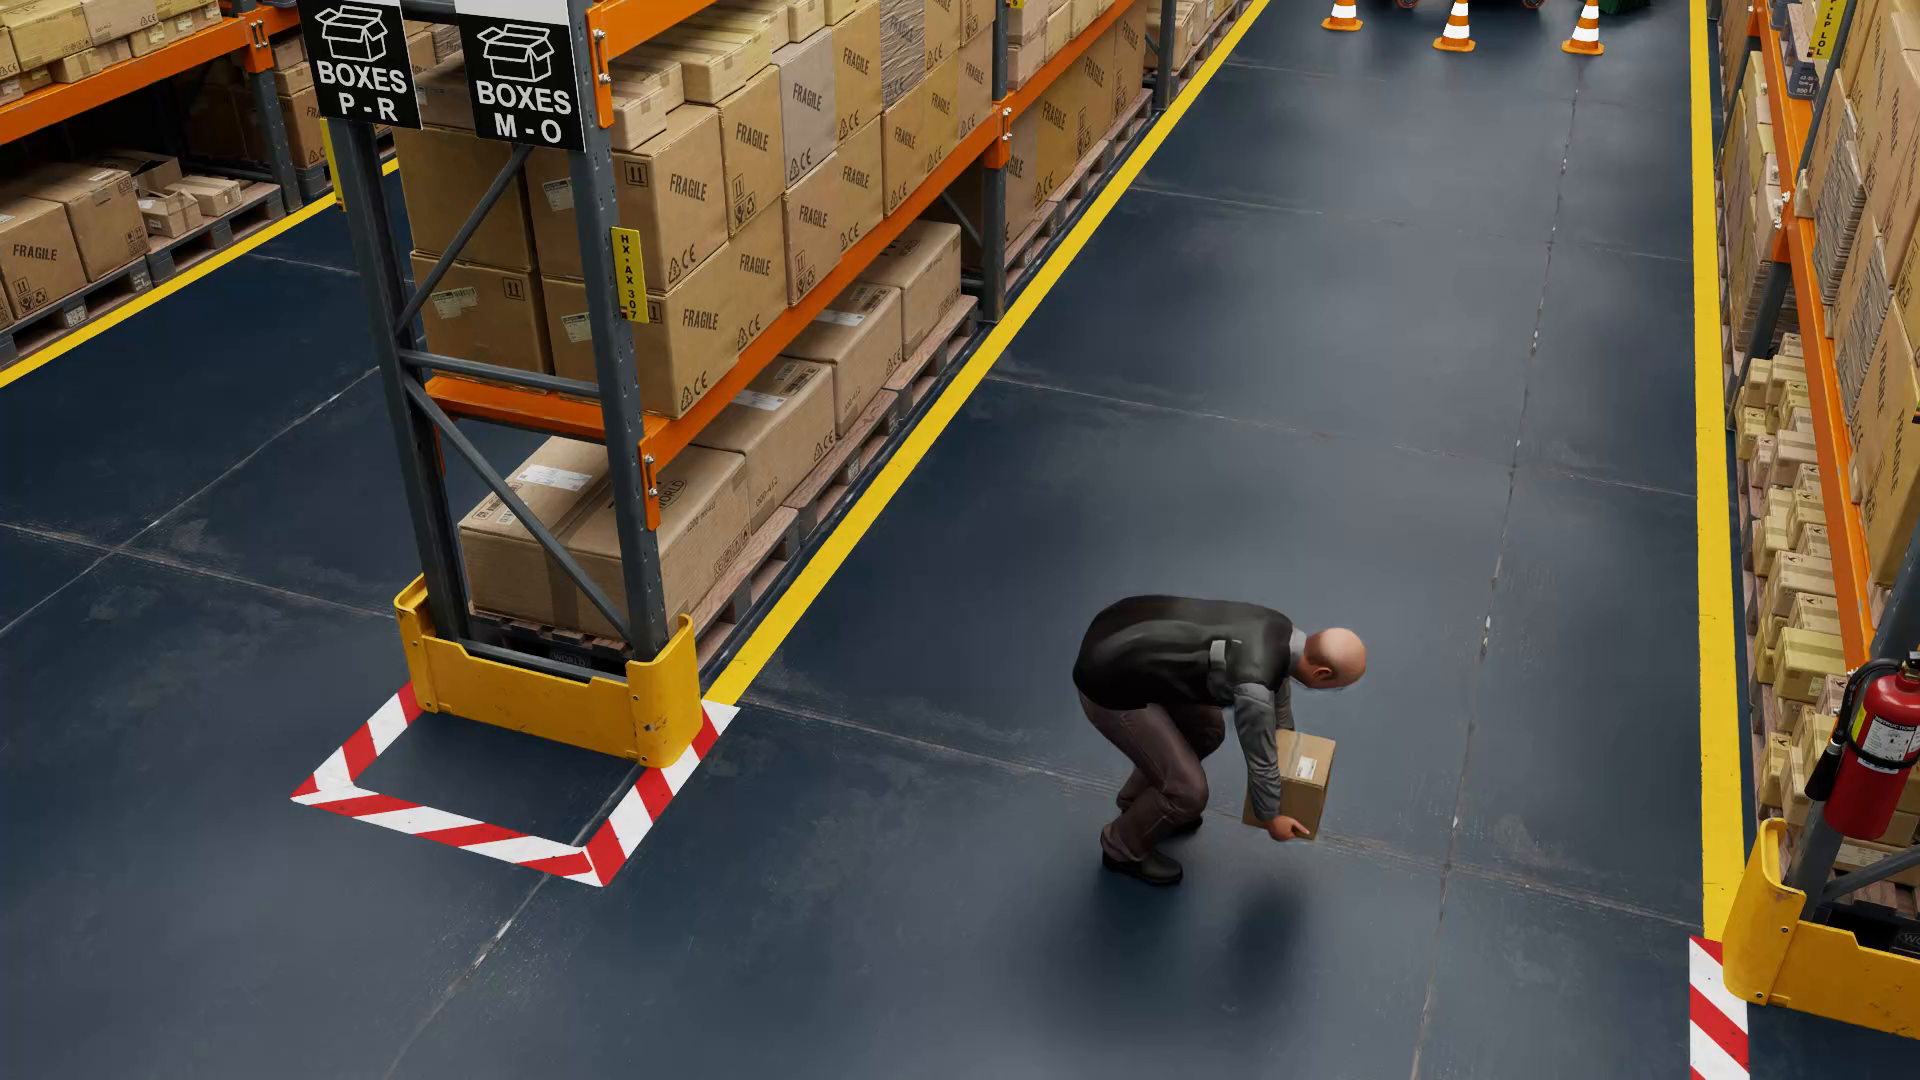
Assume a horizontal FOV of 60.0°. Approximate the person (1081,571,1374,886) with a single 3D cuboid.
[{"bbox_3d":[0.880,0.615,5.656,0.897,1.245,0.480,10,34,15],"label":"person"}]
